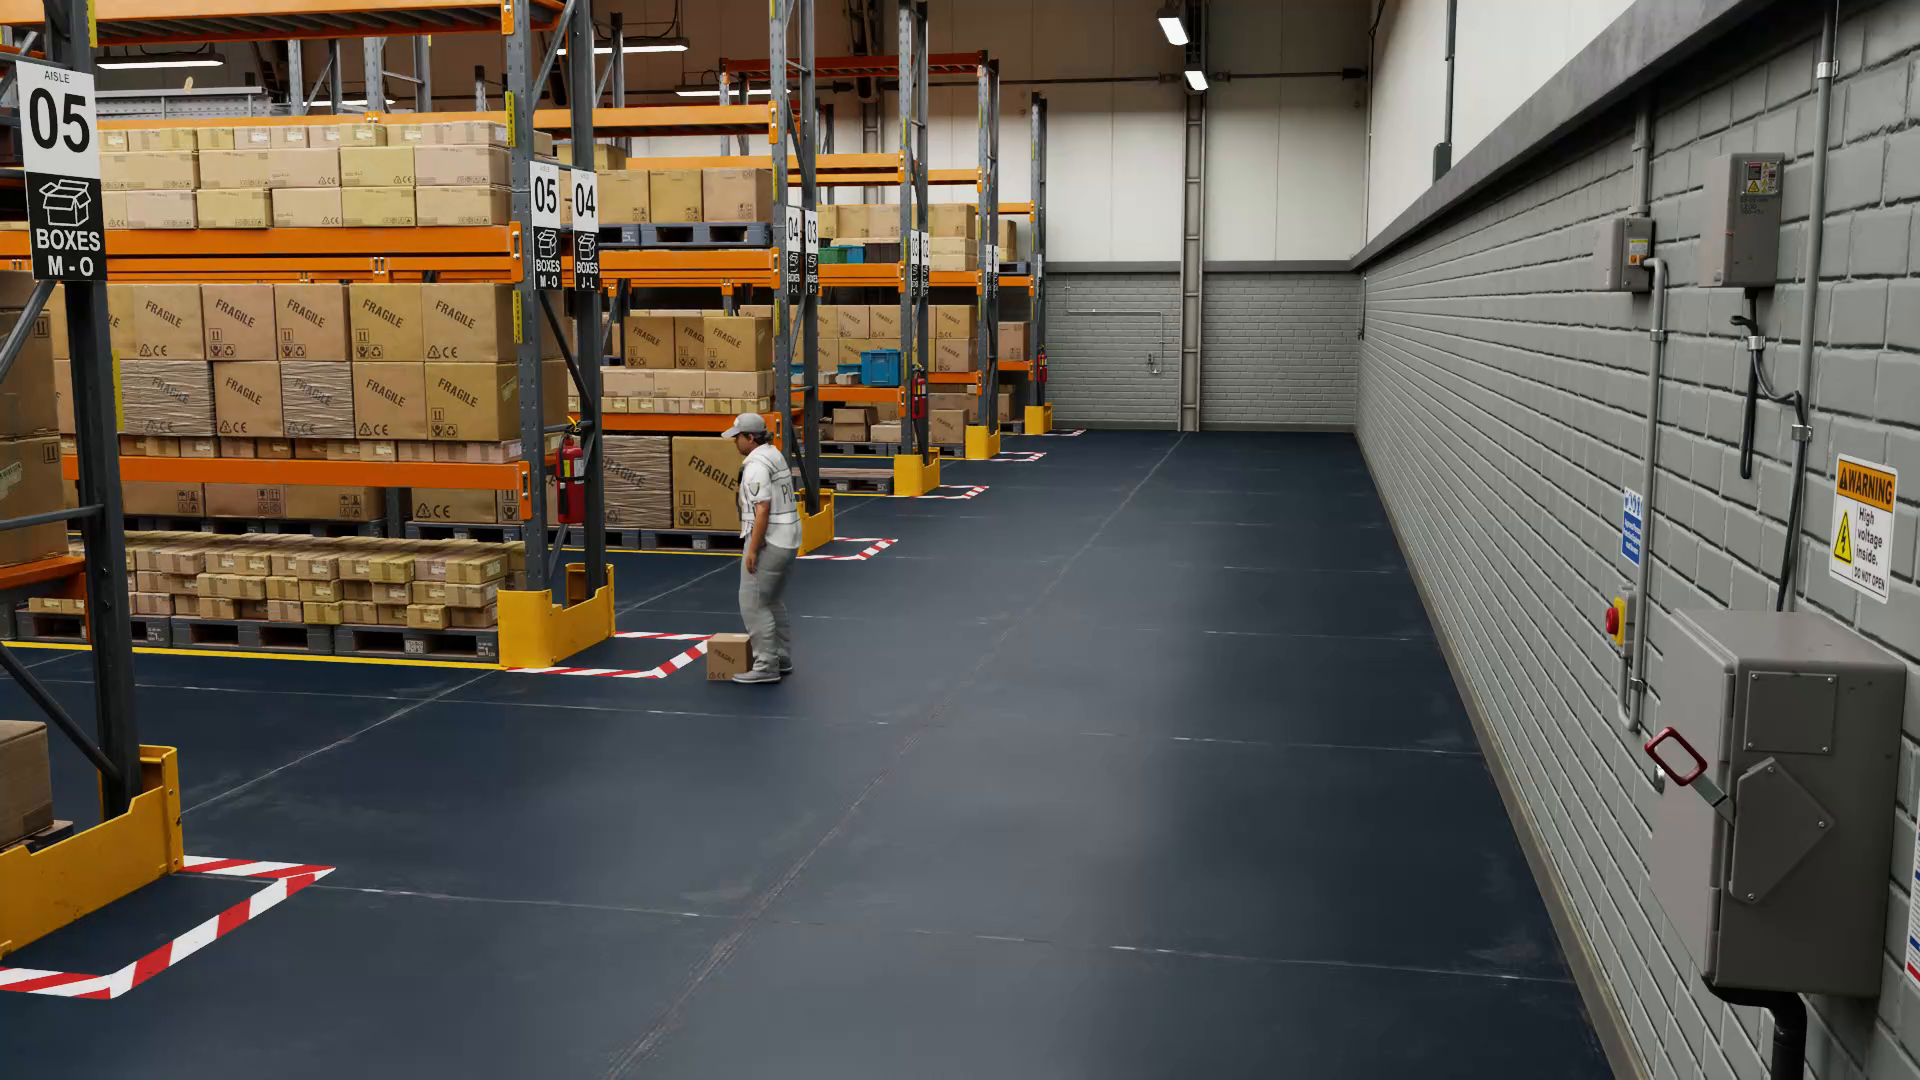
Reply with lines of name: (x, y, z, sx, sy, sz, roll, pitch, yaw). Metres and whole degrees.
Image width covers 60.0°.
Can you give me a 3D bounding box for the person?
person: (-1.223, 0.040, 10.295, 0.469, 1.665, 0.560, 1, 8, 8)
